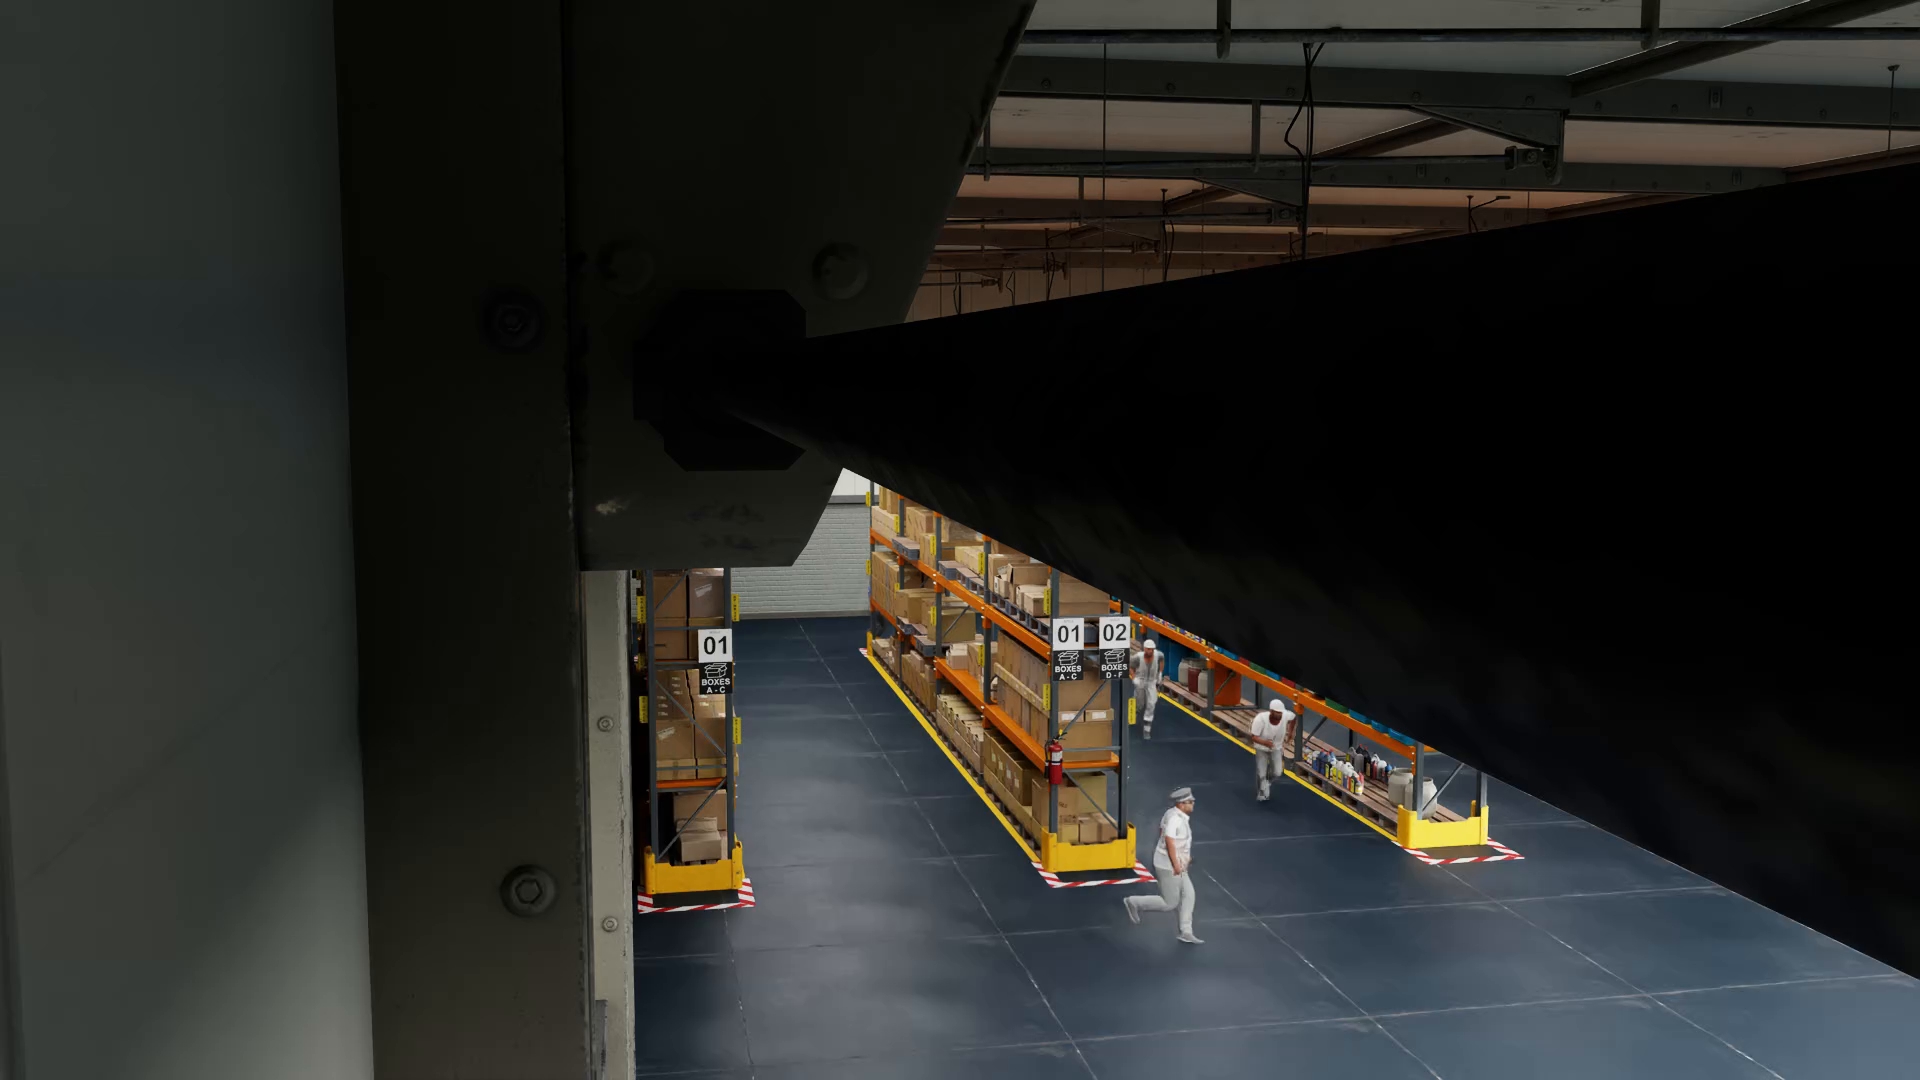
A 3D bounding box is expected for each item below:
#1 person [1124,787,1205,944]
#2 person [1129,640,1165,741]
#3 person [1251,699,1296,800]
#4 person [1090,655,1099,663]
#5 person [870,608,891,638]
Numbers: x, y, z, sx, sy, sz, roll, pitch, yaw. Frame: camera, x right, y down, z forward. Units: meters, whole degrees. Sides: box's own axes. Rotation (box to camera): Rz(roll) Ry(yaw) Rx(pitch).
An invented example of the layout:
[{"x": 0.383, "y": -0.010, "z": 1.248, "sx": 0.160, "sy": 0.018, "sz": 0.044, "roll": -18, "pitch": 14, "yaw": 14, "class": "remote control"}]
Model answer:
[{"x": 2.260, "y": 3.591, "z": 18.301, "sx": 0.900, "sy": 1.769, "sz": 0.670, "roll": 1, "pitch": 6, "yaw": 8, "class": "person"}, {"x": 3.165, "y": 2.513, "z": 28.631, "sx": 0.687, "sy": 1.730, "sz": 1.047, "roll": -1, "pitch": 6, "yaw": -13, "class": "person"}, {"x": 4.525, "y": 3.035, "z": 23.998, "sx": 0.736, "sy": 1.587, "sz": 0.866, "roll": -1, "pitch": 6, "yaw": -9, "class": "person"}, {"x": 2.703, "y": 2.151, "z": 32.101, "sx": 0.693, "sy": 1.818, "sz": 0.825, "roll": 0, "pitch": 6, "yaw": -1, "class": "person"}, {"x": -1.759, "y": 1.607, "z": 37.762, "sx": 0.505, "sy": 1.572, "sz": 0.650, "roll": -2, "pitch": 6, "yaw": -16, "class": "person"}]
